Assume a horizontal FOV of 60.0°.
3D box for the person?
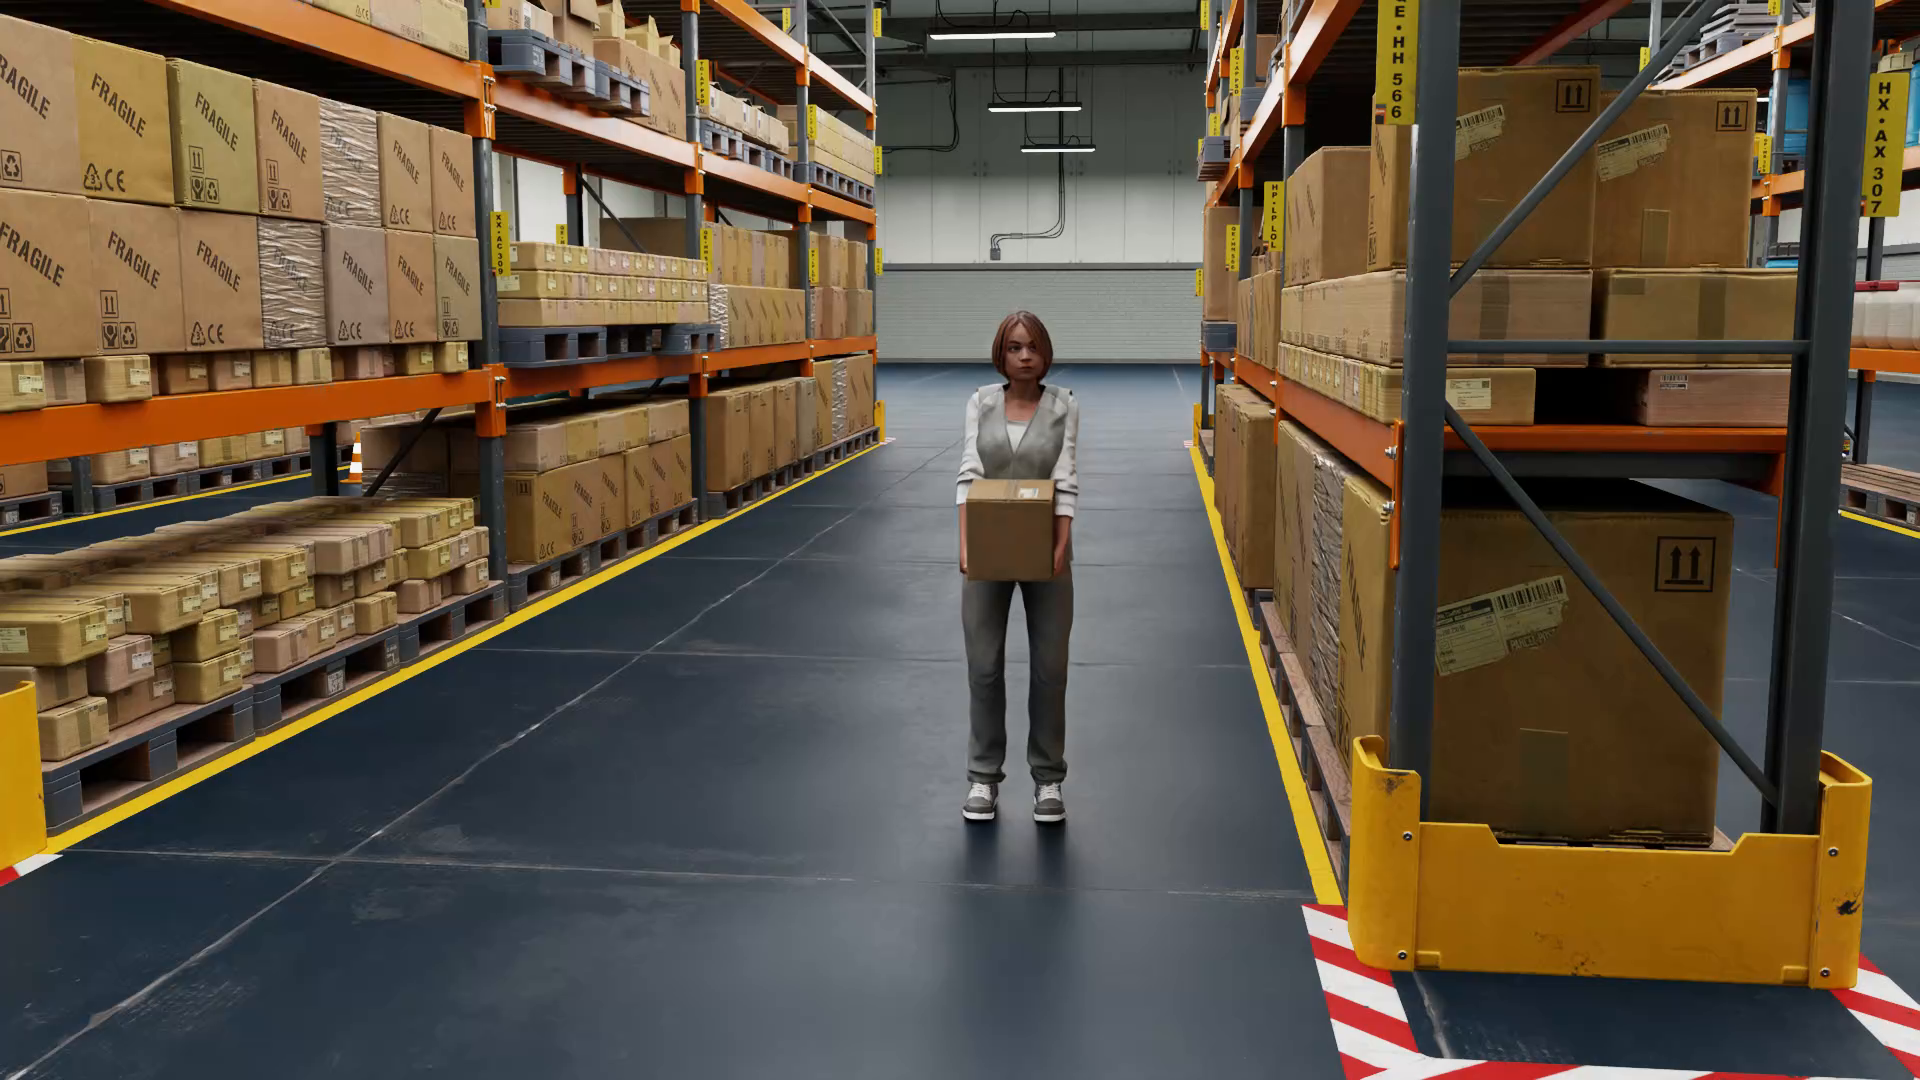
[{"bbox_3d":[0.180,0.095,5.167,0.375,1.599,0.496,1,8,6],"label":"person"}]
